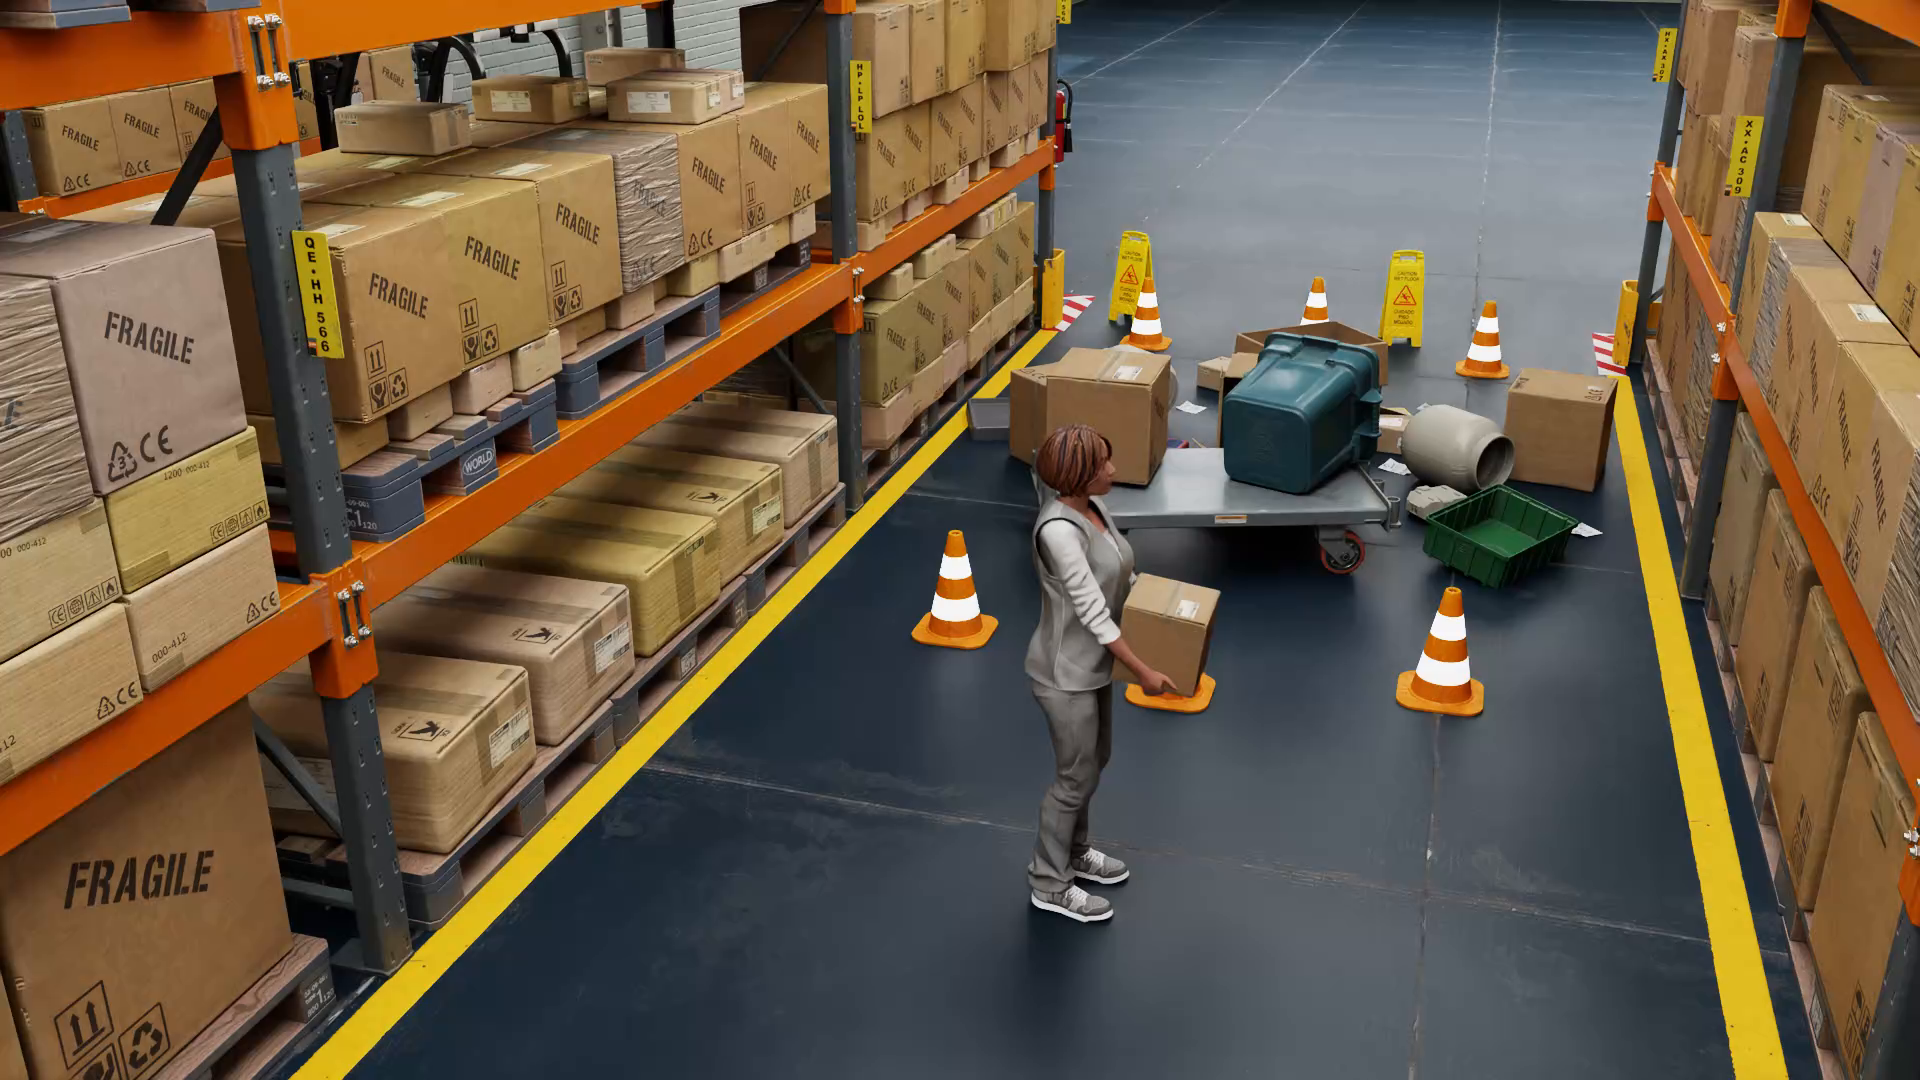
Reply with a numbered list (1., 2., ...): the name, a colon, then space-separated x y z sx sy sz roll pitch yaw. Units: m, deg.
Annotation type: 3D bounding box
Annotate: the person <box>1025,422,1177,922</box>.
1. person: 0.445 0.417 5.092 0.490 1.595 0.405 7 23 16
